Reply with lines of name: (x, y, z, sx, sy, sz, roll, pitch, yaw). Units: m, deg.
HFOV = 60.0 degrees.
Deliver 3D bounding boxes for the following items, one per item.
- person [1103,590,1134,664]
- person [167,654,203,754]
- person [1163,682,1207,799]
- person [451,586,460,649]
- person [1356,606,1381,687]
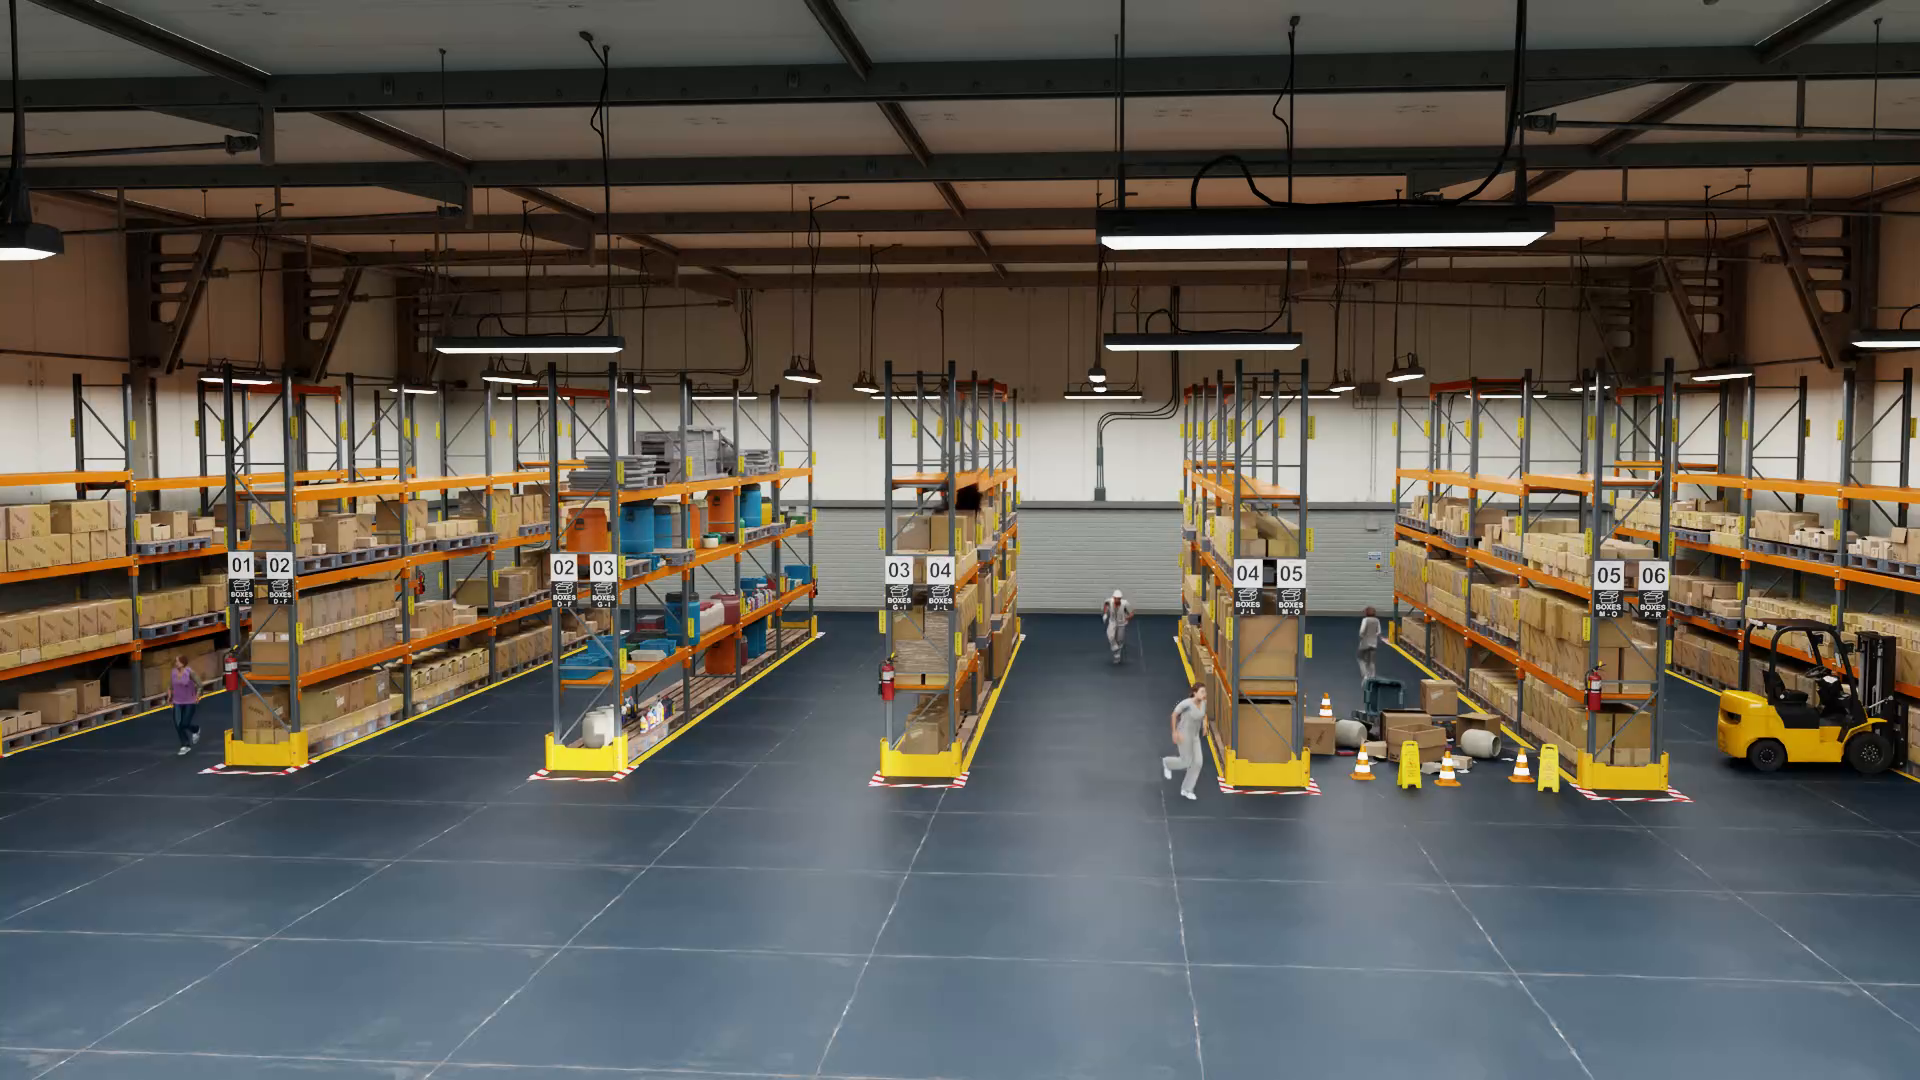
person: (3.439, 1.850, 36.026, 0.681, 1.606, 1.123, 1, 4, 12)
person: (-12.020, 2.535, 25.789, 0.530, 1.557, 0.603, 0, 4, 0)
person: (3.095, 2.723, 22.865, 0.559, 1.613, 0.791, -3, 5, -39)
person: (-11.032, 1.816, 36.395, 0.595, 1.590, 0.561, 0, 4, 1)
person: (7.950, 2.074, 32.447, 0.515, 1.599, 0.620, -1, 4, -10)
